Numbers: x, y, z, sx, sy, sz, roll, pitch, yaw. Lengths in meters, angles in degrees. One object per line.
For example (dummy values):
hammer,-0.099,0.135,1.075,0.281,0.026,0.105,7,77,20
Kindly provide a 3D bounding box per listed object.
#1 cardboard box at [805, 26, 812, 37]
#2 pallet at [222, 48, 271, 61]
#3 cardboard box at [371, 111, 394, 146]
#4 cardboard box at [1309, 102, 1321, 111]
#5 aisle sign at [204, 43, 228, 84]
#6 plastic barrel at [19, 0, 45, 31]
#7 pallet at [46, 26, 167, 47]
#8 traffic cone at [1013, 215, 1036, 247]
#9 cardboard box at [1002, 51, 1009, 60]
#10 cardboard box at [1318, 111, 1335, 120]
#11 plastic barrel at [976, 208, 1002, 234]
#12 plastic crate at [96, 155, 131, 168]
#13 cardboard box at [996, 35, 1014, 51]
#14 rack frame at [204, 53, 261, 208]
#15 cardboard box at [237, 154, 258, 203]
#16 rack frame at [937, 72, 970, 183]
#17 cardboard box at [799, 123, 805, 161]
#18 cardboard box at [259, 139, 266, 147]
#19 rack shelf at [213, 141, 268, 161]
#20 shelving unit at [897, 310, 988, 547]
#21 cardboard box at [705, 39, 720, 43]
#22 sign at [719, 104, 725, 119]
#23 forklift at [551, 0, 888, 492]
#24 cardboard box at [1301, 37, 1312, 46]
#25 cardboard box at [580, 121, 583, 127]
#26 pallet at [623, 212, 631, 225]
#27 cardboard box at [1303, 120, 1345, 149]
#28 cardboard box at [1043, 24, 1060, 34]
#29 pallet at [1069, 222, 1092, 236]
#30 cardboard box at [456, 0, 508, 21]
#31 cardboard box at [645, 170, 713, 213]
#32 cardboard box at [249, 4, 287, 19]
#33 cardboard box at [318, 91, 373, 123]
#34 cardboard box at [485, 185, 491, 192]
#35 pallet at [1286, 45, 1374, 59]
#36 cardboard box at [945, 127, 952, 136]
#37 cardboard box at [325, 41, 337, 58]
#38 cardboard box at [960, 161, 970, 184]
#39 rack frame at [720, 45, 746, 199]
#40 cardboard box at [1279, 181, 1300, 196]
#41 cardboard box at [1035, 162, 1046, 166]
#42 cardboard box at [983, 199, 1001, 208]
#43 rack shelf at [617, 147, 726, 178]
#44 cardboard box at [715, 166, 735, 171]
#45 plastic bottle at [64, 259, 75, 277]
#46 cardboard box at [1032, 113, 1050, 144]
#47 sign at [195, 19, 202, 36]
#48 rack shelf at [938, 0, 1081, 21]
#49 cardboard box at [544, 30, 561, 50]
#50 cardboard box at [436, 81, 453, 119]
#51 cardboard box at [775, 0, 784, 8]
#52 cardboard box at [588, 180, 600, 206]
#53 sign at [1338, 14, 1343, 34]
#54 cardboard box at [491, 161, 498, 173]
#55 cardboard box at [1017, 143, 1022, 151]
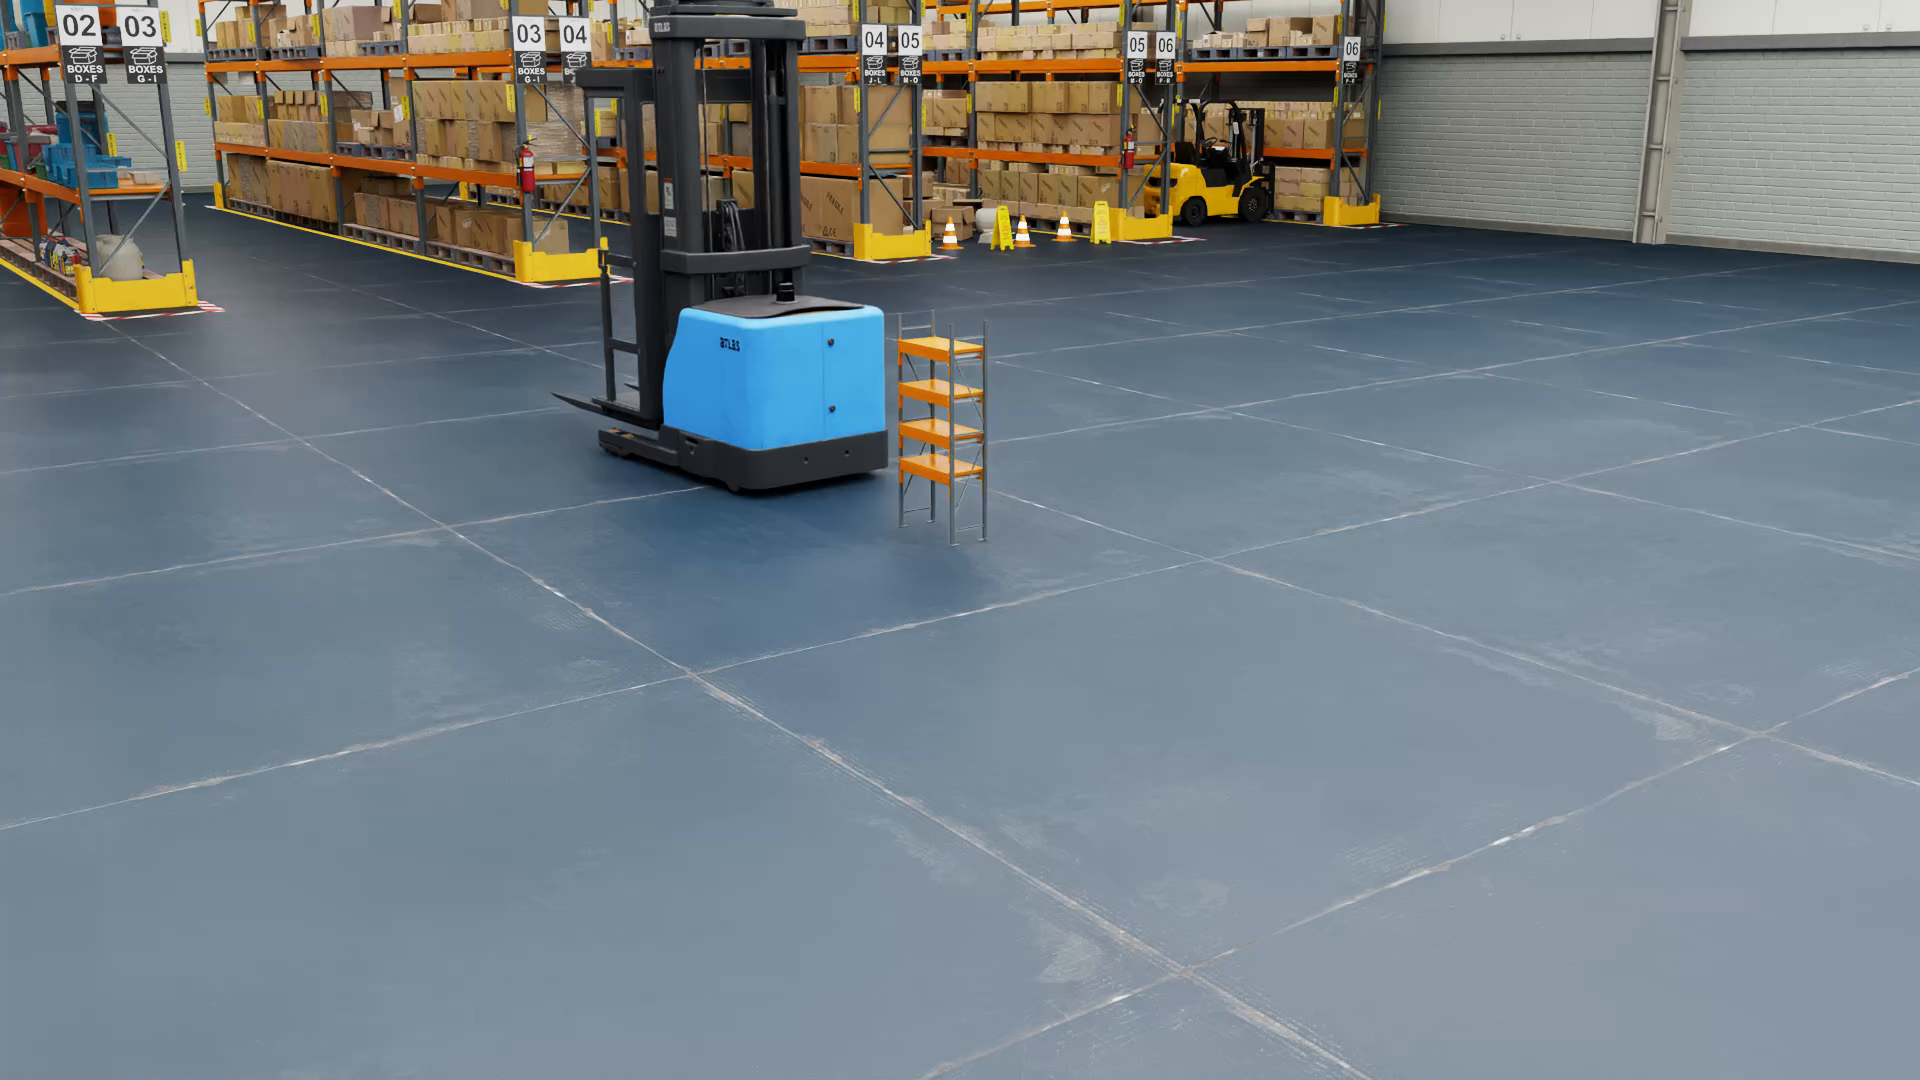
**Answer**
cardboard box,-2.051,-7.354,24.073,0.380,0.149,0.250,-11,19,-35
pallet,-13.295,-9.197,31.482,1.003,0.211,1.213,-11,19,-35
cardboard box,-8.500,-6.256,25.260,0.797,0.503,0.637,-9,18,-29
cardboard box,6.424,-7.699,29.543,0.380,0.149,0.250,-11,19,-34
aisle sign,-14.747,-9.433,32.934,0.394,0.787,0.004,-11,19,-35
plastic barrel,-10.914,-6.541,19.865,0.600,0.901,0.708,-11,19,-35
pallet,-9.468,-5.572,18.429,1.003,0.211,1.213,-11,19,-35
traffic cone,0.968,-4.755,25.573,0.336,0.463,0.334,-11,19,-35
cardboard box,0.939,-8.307,28.537,0.380,0.149,0.250,-11,19,-34
cardboard box,6.544,-7.495,29.359,0.380,0.149,0.250,-11,19,-34
plastic barrel,0.523,-5.295,27.622,0.512,0.421,0.421,1,15,4
plastic crate,-10.542,-4.613,20.530,0.499,0.251,0.616,-11,19,-35
cardboard box,0.958,-8.459,28.338,0.500,0.250,0.500,-11,19,-35
rack frame,-14.462,-8.210,33.391,1.000,3.000,0.127,-11,19,-35
cardboard box,-13.485,-7.069,32.453,0.875,0.875,0.875,-11,19,-35
rack frame,-0.081,-9.666,38.709,1.000,3.000,0.127,-11,19,-35
cardboard box,-2.151,-6.046,25.201,0.875,0.550,0.500,-11,19,-35
cardboard box,-12.554,-7.249,30.356,0.380,0.149,0.250,-11,19,-34
rack shelf,-13.286,-7.436,31.926,1.077,0.370,4.000,-11,19,-35
shelving unit,-0.097,-0.614,9.047,0.258,1.200,0.503,-11,19,-35
cardboard box,-3.879,-8.147,26.779,0.500,0.250,0.500,-11,19,-34
sign,-3.768,-6.830,26.305,0.100,0.325,0.005,-11,19,-35
forklift,-1.779,-2.028,10.935,1.130,2.935,3.031,-12,20,-38
cardboard box,6.242,-8.809,29.389,0.380,0.149,0.250,-12,19,-36
cardboard box,-6.807,-7.676,30.556,0.380,0.149,0.250,-11,19,-34
pallet,-5.284,-5.725,29.594,1.003,0.211,1.213,-11,19,-35
cardboard box,6.473,-7.216,29.568,0.500,0.500,0.500,-11,19,-36
cardboard box,1.595,-8.391,27.334,0.380,0.149,0.250,-10,18,-33
pallet,2.468,-5.182,27.610,1.003,0.211,1.213,-11,19,-35
cardboard box,-6.170,-6.965,21.460,0.500,0.500,0.500,-11,19,-35
cardboard box,-4.884,-6.038,28.919,1.050,0.750,0.750,-11,19,-34
cardboard box,-12.657,-9.665,30.431,0.500,0.250,0.500,-12,20,-38
cardboard box,-10.175,-7.193,27.584,0.797,0.503,0.637,-10,18,-33
cardboard box,-9.908,-7.458,35.247,0.380,0.149,0.250,-11,19,-34
pallet,6.580,-8.662,29.528,1.003,0.211,1.213,-11,19,-35
cardboard box,-0.057,-7.393,30.088,0.380,0.149,0.250,-12,19,-36
cardboard box,-9.687,-7.737,26.263,0.500,0.250,0.500,-10,18,-34
cardboard box,0.343,-8.412,38.068,0.500,0.500,0.500,-11,19,-35
rack frame,-3.334,-6.396,26.763,1.000,3.000,0.127,-11,19,-35
cardboard box,6.150,-6.385,30.188,0.500,0.250,0.500,-11,19,-35
cardboard box,1.776,-8.187,36.018,0.380,0.149,0.250,-12,19,-37
cardboard box,0.739,-5.894,29.343,0.500,0.250,0.500,-12,19,-37
rack shelf,-4.510,-6.476,28.419,1.077,0.370,4.000,-11,19,-35
cardboard box,-4.903,-8.203,37.422,0.875,0.438,0.875,-12,19,-36
plastic bottle,-10.495,-3.211,19.595,0.097,0.201,0.097,0,15,0
cardboard box,1.555,-6.923,27.935,0.500,0.500,0.500,-11,19,-34
sign,-14.914,-10.032,32.560,0.100,0.325,0.005,-11,19,-35
rack shelf,1.095,-11.592,36.504,1.077,0.370,4.000,-11,19,-35
cardboard box,-5.128,-6.311,21.055,0.500,0.250,0.500,-10,18,-33
cardboard box,-6.758,-5.973,22.570,0.500,0.500,0.500,-11,19,-35
cardboard box,-2.501,-7.902,24.563,0.380,0.149,0.250,-11,19,-35
cardboard box,-6.587,-6.459,30.931,0.500,0.500,0.500,-10,18,-32
sign,6.528,-8.858,28.547,0.100,0.325,0.005,-11,19,-35
cardboard box,-5.858,-4.856,21.612,0.380,0.149,0.250,-11,19,-35
cardboard box,1.207,-6.740,28.494,0.380,0.149,0.250,-11,19,-35
